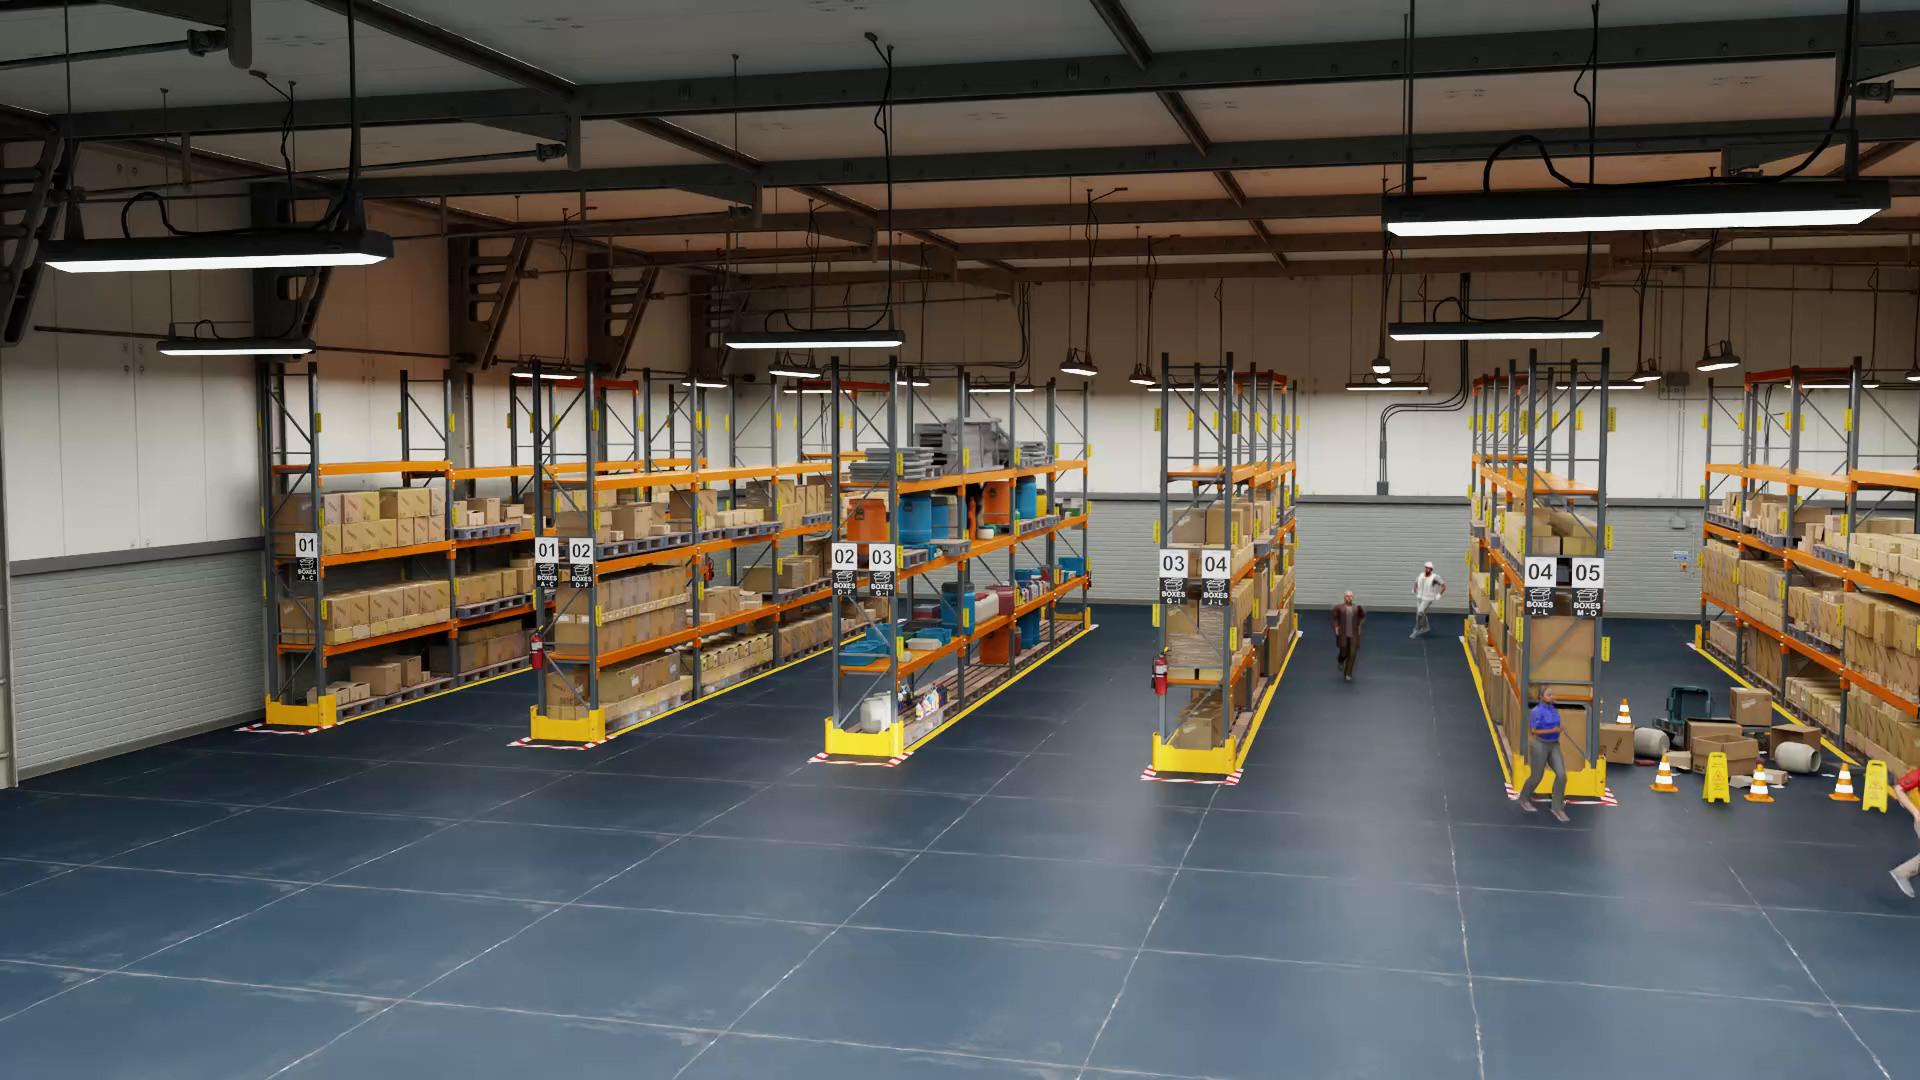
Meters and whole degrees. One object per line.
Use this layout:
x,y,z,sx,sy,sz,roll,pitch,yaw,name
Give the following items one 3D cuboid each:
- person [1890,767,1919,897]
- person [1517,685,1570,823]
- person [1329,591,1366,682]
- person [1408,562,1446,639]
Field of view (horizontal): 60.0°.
9.978,2.928,17.007,0.665,1.705,0.969,-2,5,-29,person
7.399,2.733,21.055,0.560,1.631,0.742,-2,4,-25,person
7.563,1.856,32.408,0.708,1.738,0.789,0,4,5,person
10.848,1.401,38.726,0.807,1.803,0.741,-3,5,-32,person
